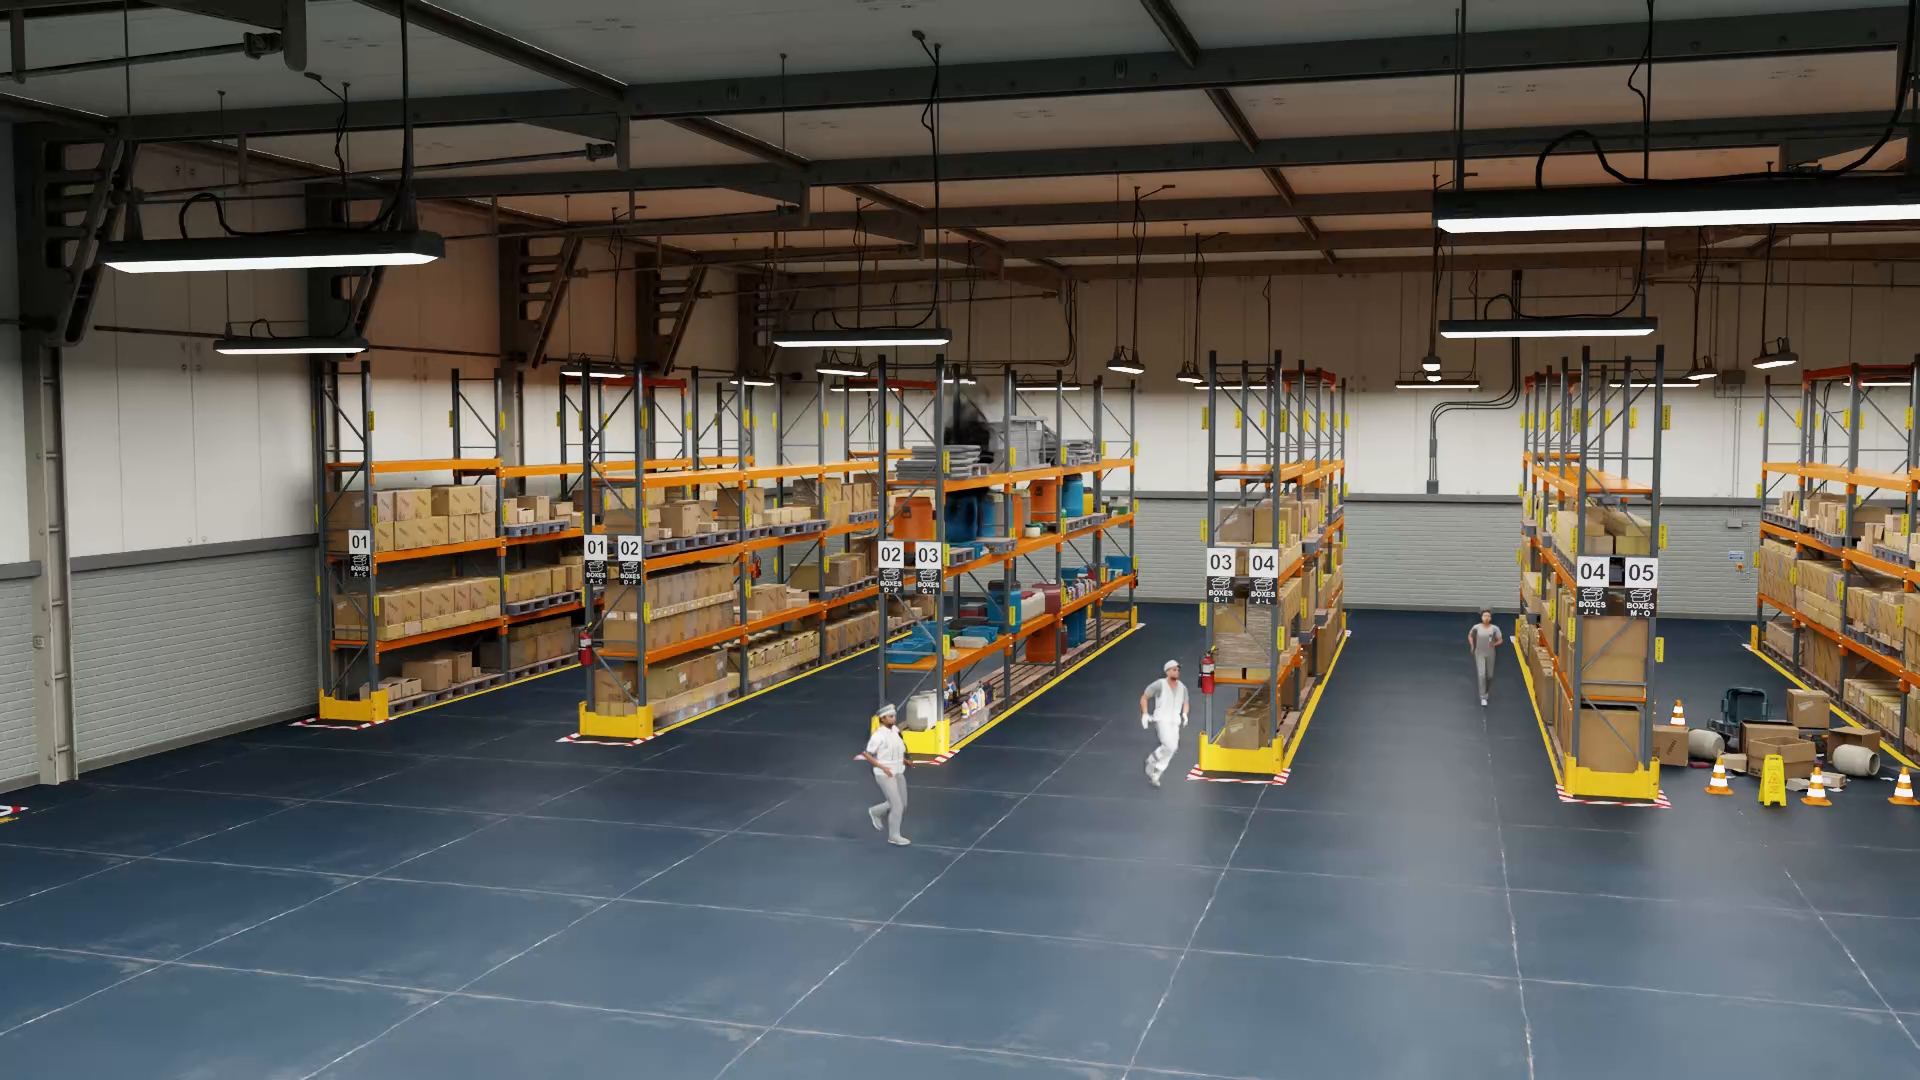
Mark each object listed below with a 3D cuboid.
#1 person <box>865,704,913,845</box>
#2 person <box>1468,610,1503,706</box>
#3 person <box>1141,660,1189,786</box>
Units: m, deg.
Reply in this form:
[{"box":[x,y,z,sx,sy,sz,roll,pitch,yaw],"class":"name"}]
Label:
[{"box":[-0.874,2.763,19.747,0.678,1.654,0.579,3,5,36],"class":"person"},{"box":[9.295,2.054,29.416,0.580,1.659,0.845,1,4,12],"class":"person"},{"box":[2.878,2.516,22.800,0.714,1.711,0.558,-2,5,-26],"class":"person"}]
